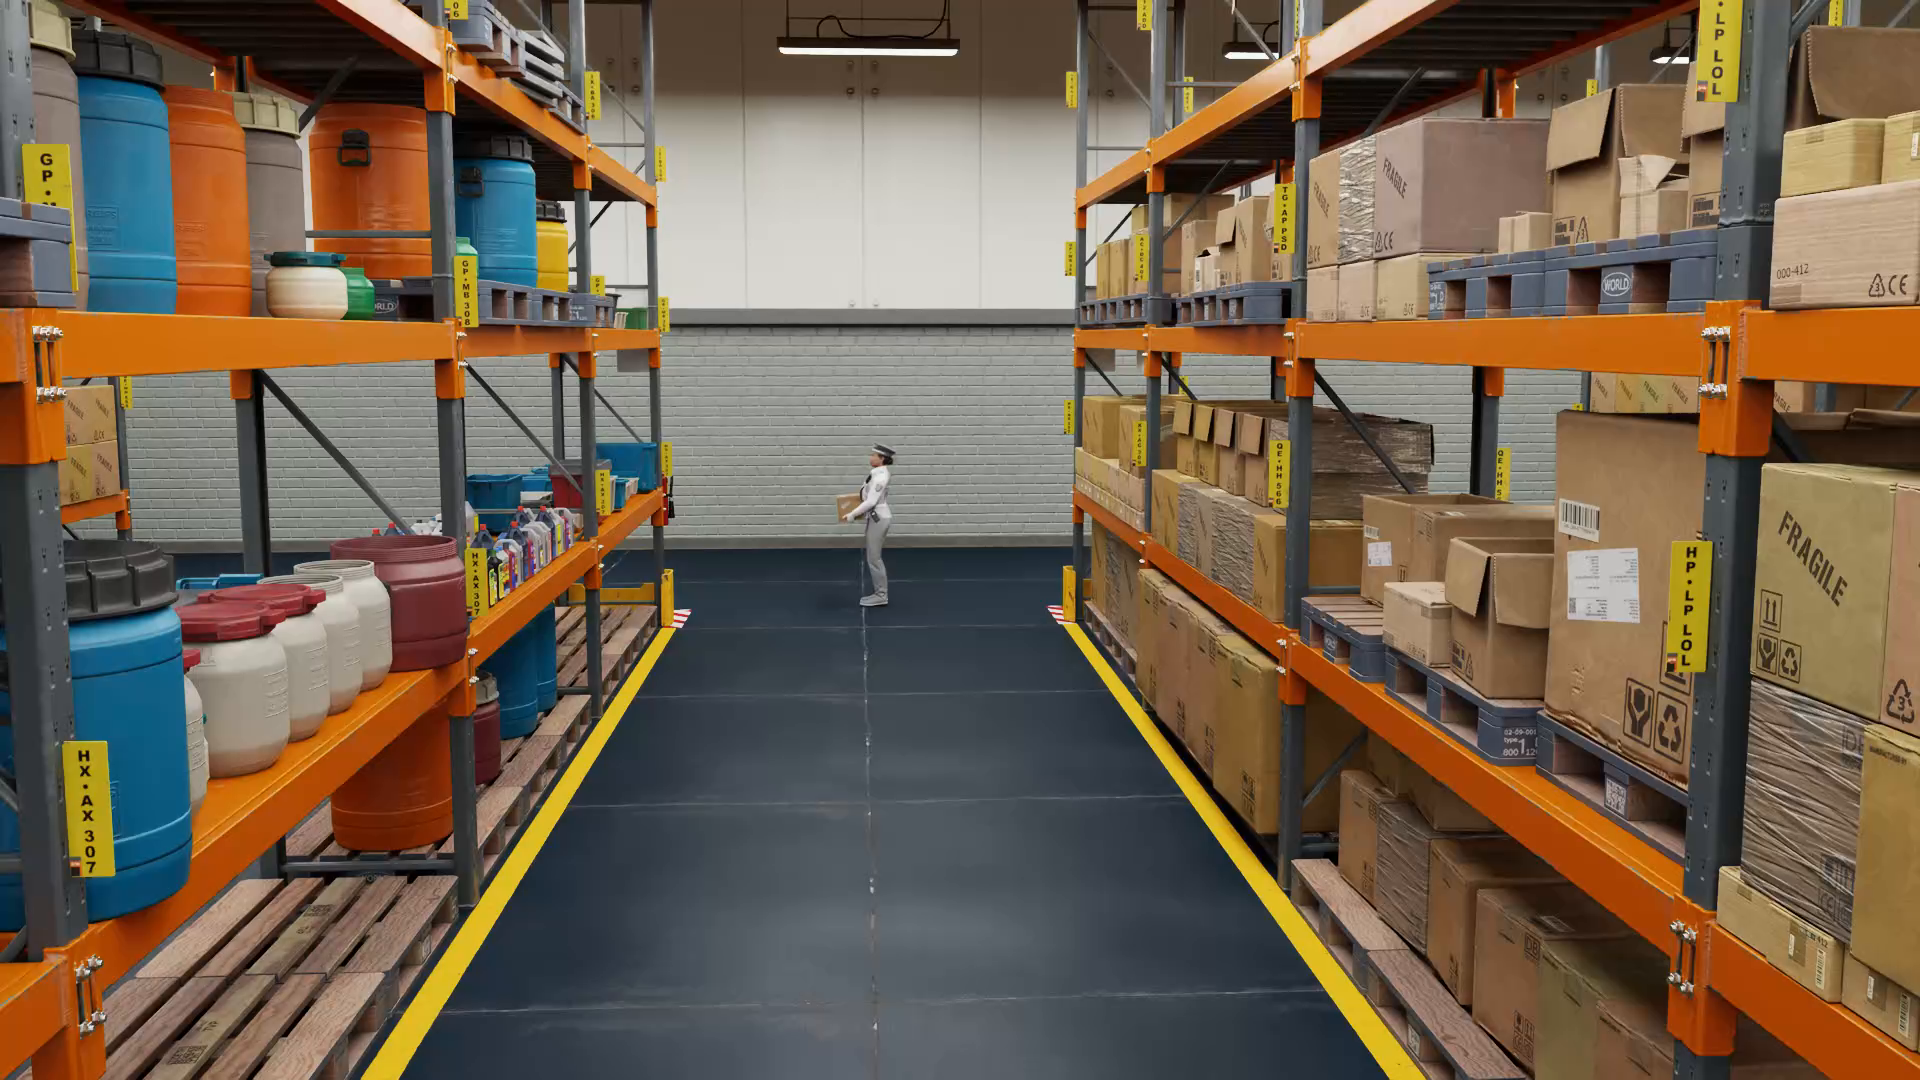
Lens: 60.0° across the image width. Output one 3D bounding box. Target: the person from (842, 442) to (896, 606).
[{"bbox_3d":[-0.937,-0.174,17.090,0.543,1.687,0.459,0,7,-3],"label":"person"}]
